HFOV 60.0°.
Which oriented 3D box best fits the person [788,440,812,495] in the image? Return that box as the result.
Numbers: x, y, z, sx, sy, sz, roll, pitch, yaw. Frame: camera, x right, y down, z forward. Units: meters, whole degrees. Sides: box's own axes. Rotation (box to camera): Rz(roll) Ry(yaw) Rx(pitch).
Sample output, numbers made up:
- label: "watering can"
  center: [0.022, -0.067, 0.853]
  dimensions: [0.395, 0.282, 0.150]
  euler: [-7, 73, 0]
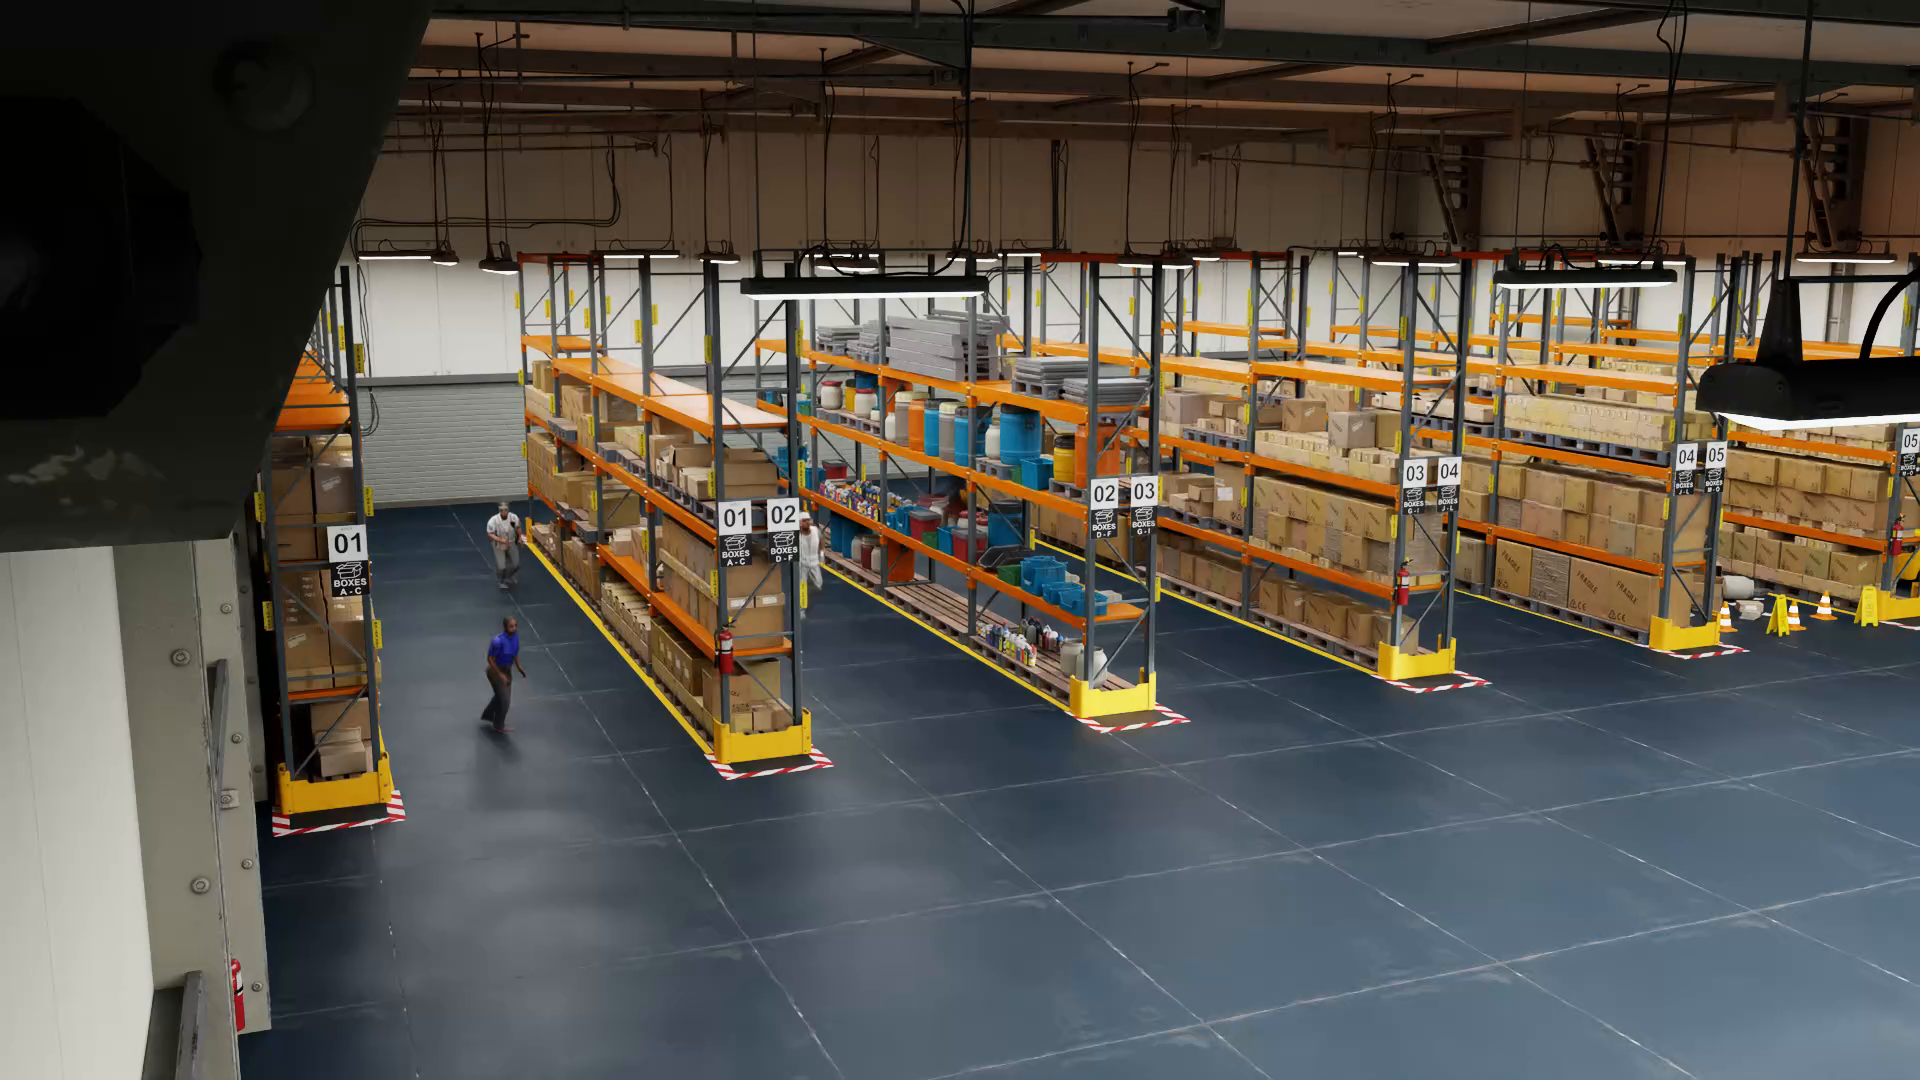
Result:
- label: "person"
  center: [-3.833, -1.581, 39.566]
  dimensions: [0.581, 1.613, 0.784]
  euler: [7, 13, 35]

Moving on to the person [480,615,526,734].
- label: "person"
  center: [-5.932, 1.719, 21.375]
  dimensions: [0.741, 1.587, 0.589]
  euler: [3, 11, 17]

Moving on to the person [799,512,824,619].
- label: "person"
  center: [-2.412, 0.414, 26.332]
  dimensions: [0.693, 1.746, 0.661]
  euler: [-4, 11, -23]

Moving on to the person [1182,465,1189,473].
- label: "person"
  center: [4.555, -0.657, 33.848]
  dimensions: [0.639, 1.781, 0.850]
  euler: [-5, 11, -24]

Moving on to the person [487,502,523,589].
- label: "person"
  center: [-8.192, 0.094, 29.954]
  dimensions: [0.655, 1.653, 0.787]
  euler: [-6, 12, -30]
